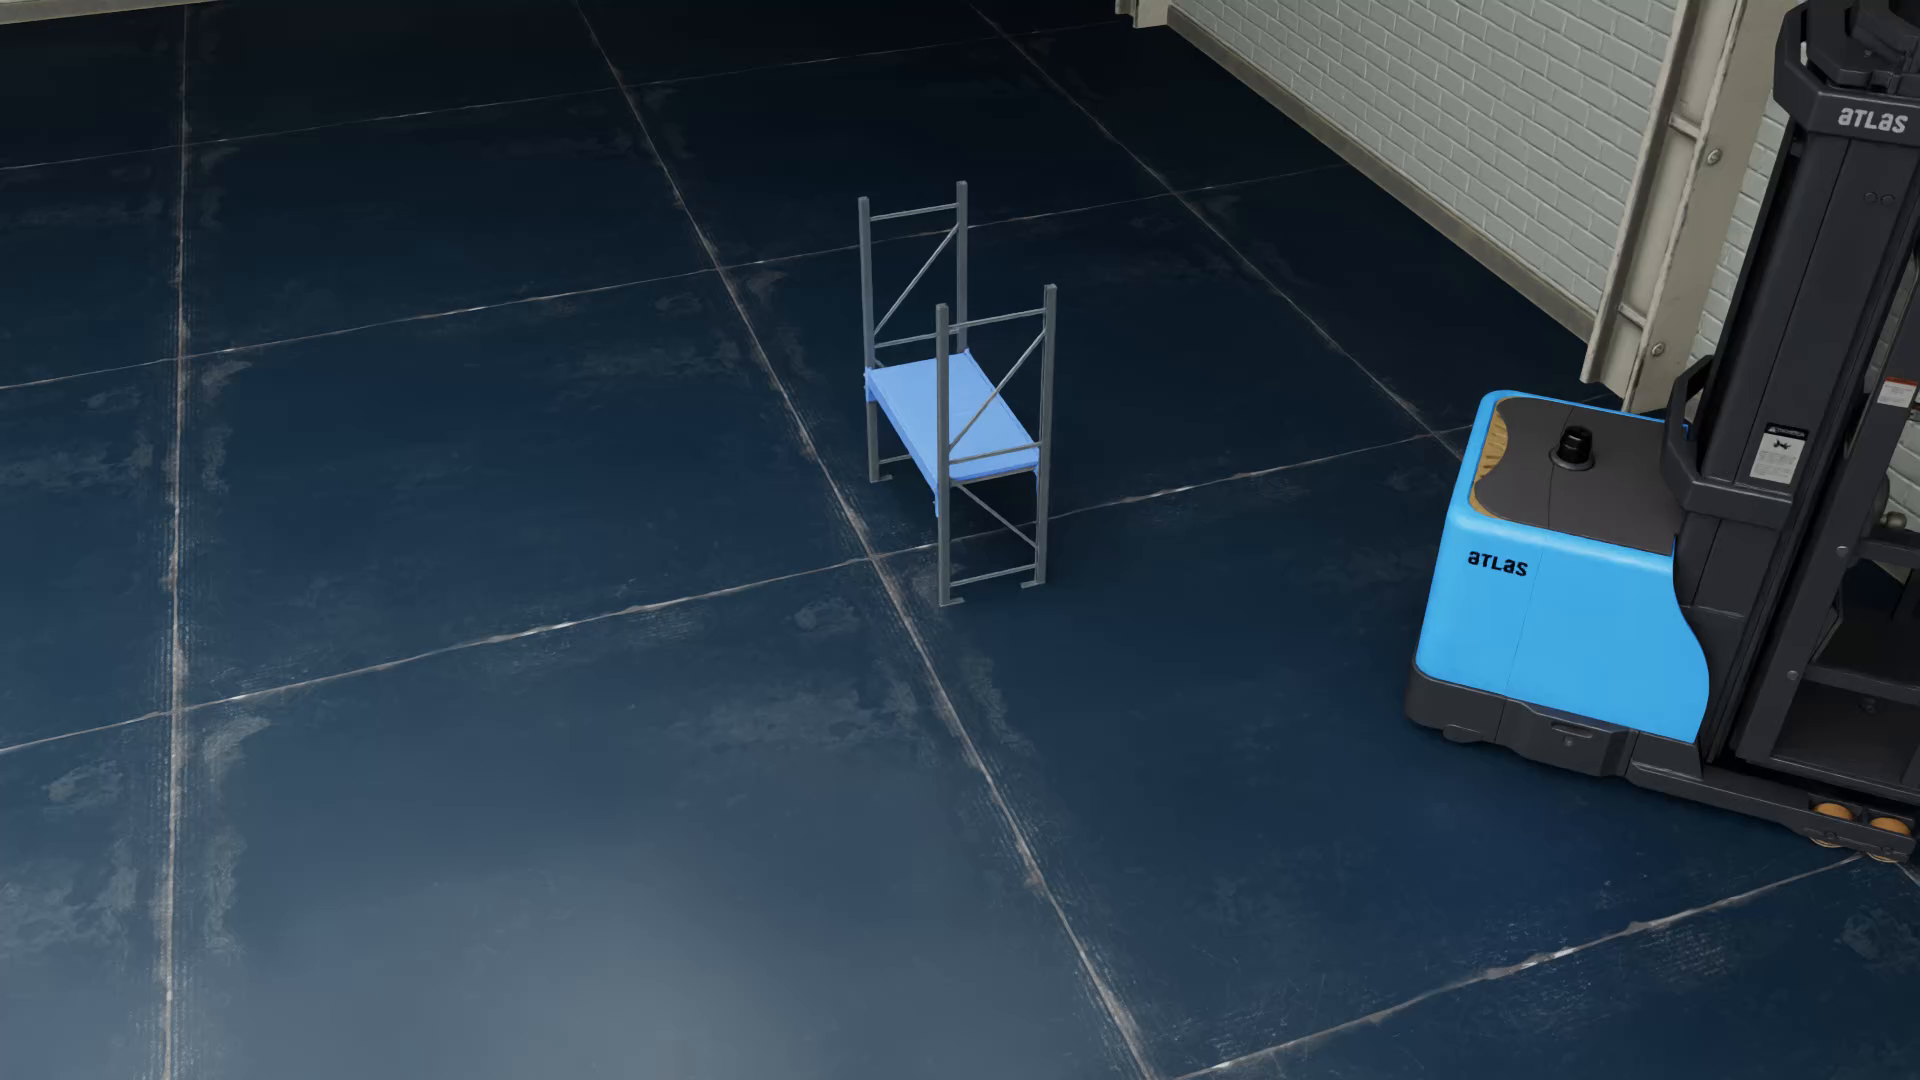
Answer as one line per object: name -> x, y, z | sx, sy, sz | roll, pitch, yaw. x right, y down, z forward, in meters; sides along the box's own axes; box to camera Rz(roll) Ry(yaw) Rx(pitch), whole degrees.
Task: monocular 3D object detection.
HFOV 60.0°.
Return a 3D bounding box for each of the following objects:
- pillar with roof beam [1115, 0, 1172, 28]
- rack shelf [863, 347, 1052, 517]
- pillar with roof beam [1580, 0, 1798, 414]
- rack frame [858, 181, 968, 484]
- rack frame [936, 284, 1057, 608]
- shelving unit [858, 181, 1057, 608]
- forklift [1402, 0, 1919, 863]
pillar with roof beam -> -2.584, -6.877, 9.400 | 9.100, 9.000, 0.400 | -12, 39, -16
rack shelf -> -0.029, -0.504, 7.471 | 0.538, 0.185, 1.000 | -12, 39, -16
pillar with roof beam -> -0.519, -3.487, 4.900 | 9.100, 9.000, 0.400 | -12, 39, -16
rack frame -> -0.204, -0.934, 7.744 | 0.500, 1.500, 0.032 | -12, 39, -16
rack frame -> 0.146, -0.360, 6.981 | 0.500, 1.500, 0.032 | -12, 39, -16
shelving unit -> -0.029, -0.647, 7.363 | 0.538, 1.500, 1.048 | -12, 39, -16
forklift -> 3.359, -0.341, 5.767 | 3.031, 2.935, 1.130 | 14, 39, 18
